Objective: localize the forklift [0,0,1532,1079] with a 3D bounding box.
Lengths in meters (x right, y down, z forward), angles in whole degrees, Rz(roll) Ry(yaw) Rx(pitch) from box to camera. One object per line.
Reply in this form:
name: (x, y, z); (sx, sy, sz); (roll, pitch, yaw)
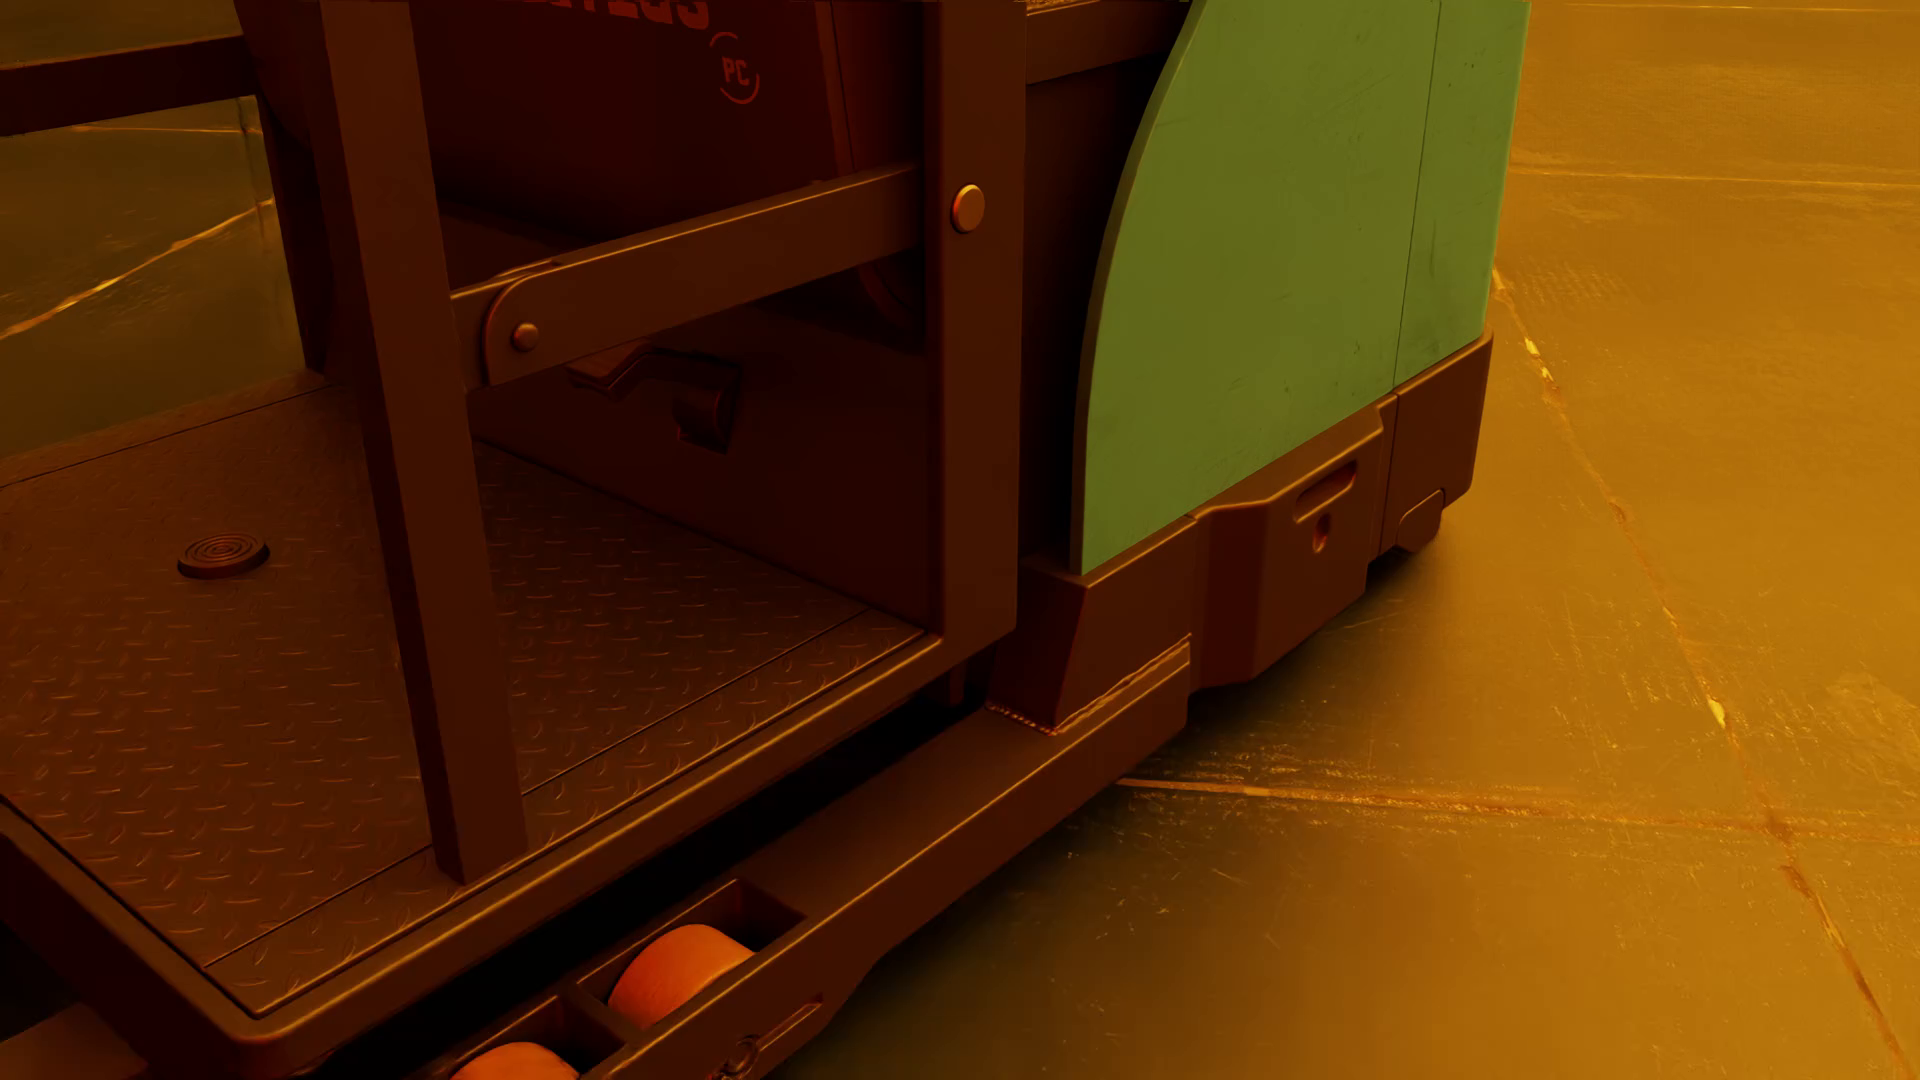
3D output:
forklift: (-0.558, -0.987, 1.195); (1.130, 2.935, 3.031); (21, 33, 35)
